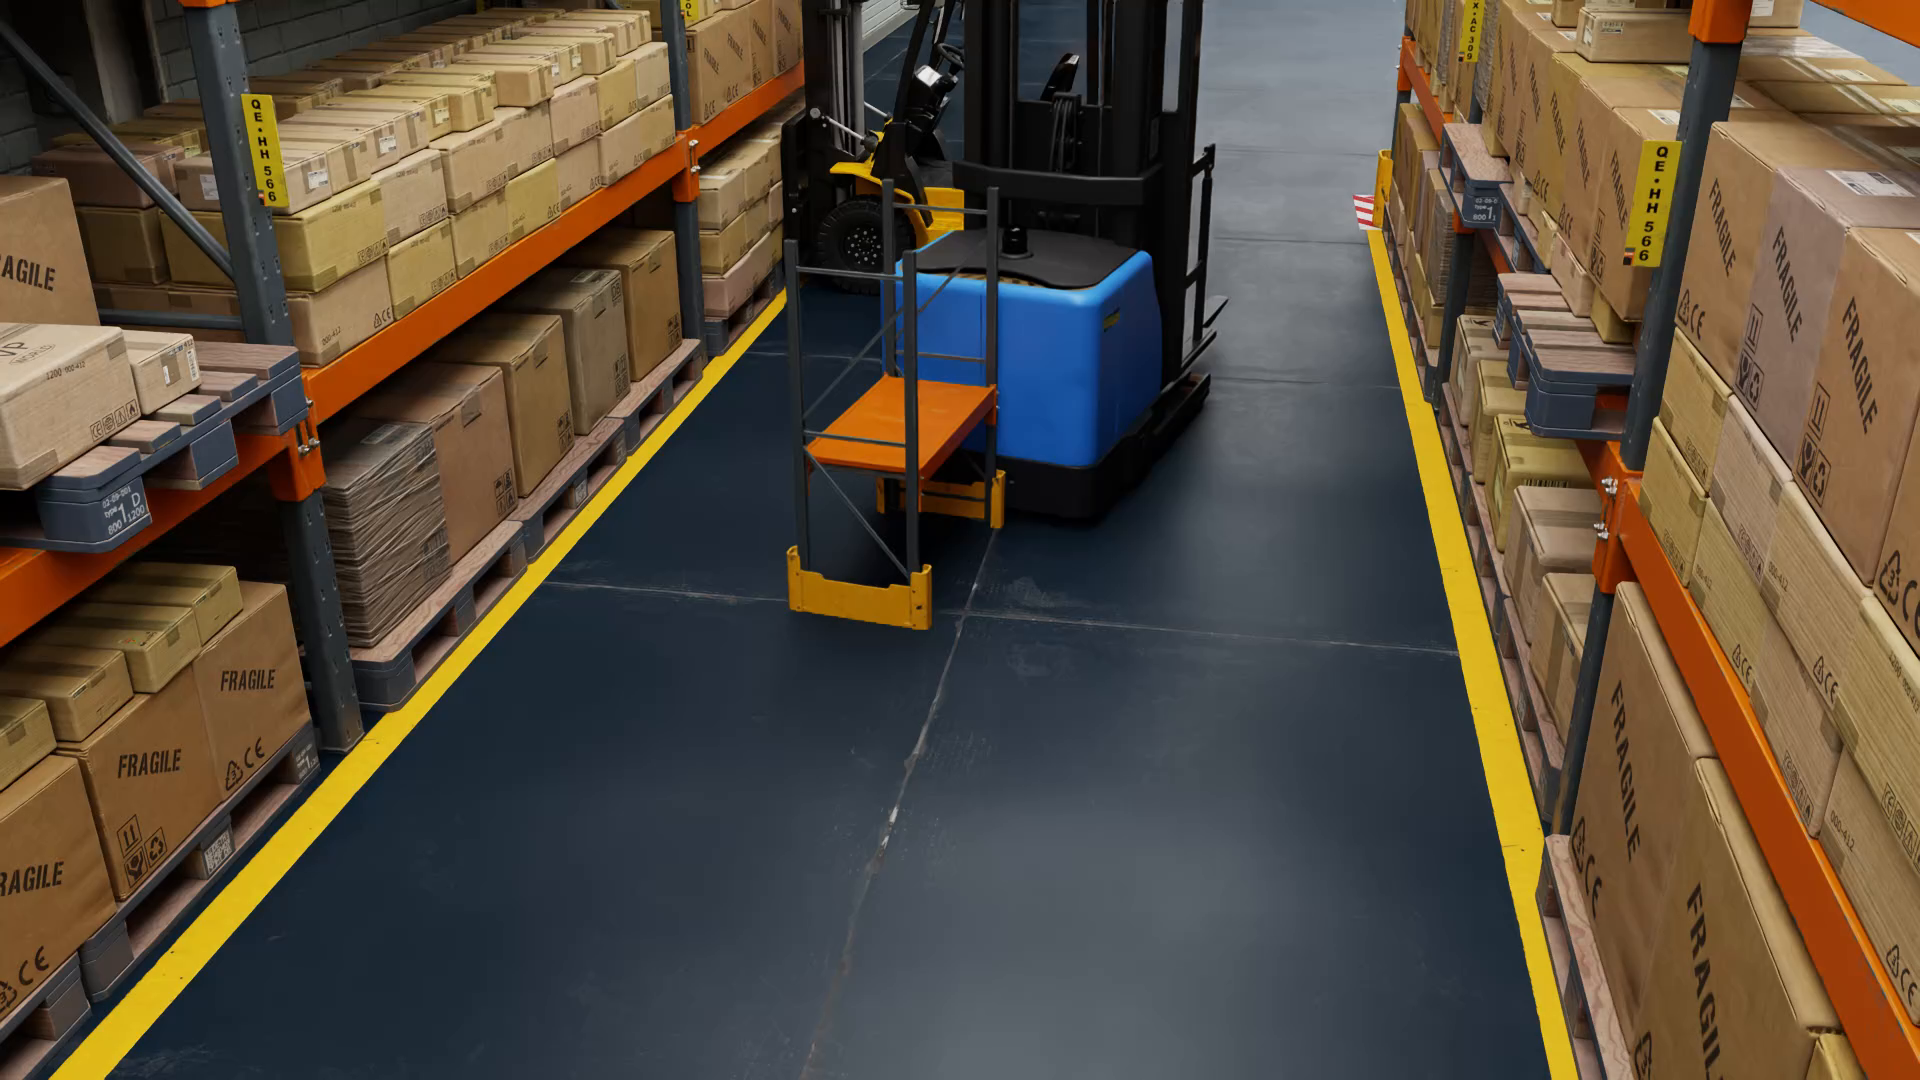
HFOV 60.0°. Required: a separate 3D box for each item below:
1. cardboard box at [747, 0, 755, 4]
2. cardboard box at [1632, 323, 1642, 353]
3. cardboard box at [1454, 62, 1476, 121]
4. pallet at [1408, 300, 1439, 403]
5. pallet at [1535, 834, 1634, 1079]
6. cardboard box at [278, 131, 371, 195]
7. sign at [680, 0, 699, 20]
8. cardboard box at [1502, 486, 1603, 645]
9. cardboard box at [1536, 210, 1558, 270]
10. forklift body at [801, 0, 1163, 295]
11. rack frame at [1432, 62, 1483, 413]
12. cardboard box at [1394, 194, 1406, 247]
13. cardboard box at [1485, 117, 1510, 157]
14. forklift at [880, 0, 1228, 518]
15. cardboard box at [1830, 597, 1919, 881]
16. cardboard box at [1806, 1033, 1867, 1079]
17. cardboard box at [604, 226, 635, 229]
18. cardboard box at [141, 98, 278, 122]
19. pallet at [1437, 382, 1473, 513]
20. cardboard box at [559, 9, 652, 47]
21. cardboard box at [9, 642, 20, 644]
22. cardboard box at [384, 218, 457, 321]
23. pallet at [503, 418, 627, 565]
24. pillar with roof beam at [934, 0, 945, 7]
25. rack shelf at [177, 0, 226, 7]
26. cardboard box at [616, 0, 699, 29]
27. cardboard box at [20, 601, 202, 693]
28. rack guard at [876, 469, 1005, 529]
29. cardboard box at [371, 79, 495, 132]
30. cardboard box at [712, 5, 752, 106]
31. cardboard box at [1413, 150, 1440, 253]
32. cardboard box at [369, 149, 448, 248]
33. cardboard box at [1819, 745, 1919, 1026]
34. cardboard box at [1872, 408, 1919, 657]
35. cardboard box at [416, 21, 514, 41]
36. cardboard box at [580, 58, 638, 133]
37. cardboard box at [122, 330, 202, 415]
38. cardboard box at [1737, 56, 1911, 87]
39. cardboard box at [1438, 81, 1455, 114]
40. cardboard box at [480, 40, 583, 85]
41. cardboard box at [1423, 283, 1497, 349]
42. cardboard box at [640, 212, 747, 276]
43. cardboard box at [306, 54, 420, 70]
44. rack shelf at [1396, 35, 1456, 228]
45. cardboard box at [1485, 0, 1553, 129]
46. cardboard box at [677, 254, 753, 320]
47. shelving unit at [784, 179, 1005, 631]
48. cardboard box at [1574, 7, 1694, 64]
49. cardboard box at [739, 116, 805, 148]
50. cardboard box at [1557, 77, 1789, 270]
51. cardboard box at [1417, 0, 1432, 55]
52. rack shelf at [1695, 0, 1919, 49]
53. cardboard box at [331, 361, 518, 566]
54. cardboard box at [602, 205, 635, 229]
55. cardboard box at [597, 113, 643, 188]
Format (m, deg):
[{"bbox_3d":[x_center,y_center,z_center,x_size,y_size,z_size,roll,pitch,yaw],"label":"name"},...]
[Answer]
[{"bbox_3d":[-1.395,-3.239,9.747,0.380,0.149,0.250,4,25,8],"label":"cardboard box"},{"bbox_3d":[2.145,-0.572,4.735,0.380,0.149,0.250,5,26,10],"label":"cardboard box"},{"bbox_3d":[2.804,-2.398,8.366,0.500,0.500,0.500,3,25,7],"label":"cardboard box"},{"bbox_3d":[3.052,-1.035,9.213,1.003,0.211,1.213,4,25,9],"label":"pallet"},{"bbox_3d":[2.120,1.245,4.340,1.003,0.211,1.213,4,25,9],"label":"pallet"},{"bbox_3d":[-2.189,-1.248,5.495,0.380,0.149,0.250,5,25,10],"label":"cardboard box"},{"bbox_3d":[-1.384,-2.812,8.448,0.100,0.325,0.005,4,25,9],"label":"sign"},{"bbox_3d":[2.538,0.113,6.075,0.950,0.372,0.625,4,25,8],"label":"cardboard box"},{"bbox_3d":[2.194,-1.018,5.688,0.380,0.149,0.250,4,25,9],"label":"cardboard box"},{"bbox_3d":[0.223,-2.726,10.538,2.313,2.155,1.214,4,25,9],"label":"forklift body"},{"bbox_3d":[2.977,-2.015,8.017,1.000,3.000,0.127,4,25,9],"label":"rack frame"},{"bbox_3d":[3.135,-2.102,10.950,0.500,0.250,0.500,5,26,10],"label":"cardboard box"},{"bbox_3d":[2.525,-1.778,7.312,0.380,0.149,0.250,5,25,10],"label":"cardboard box"},{"bbox_3d":[0.674,-2.020,8.109,1.130,2.935,3.031,10,27,21],"label":"forklift"},{"bbox_3d":[1.722,0.329,2.596,0.500,0.250,0.500,4,25,9],"label":"cardboard box"},{"bbox_3d":[1.832,1.460,2.604,0.875,0.875,0.875,5,26,10],"label":"cardboard box"},{"bbox_3d":[-2.043,-1.747,9.601,0.500,0.250,0.500,3,25,7],"label":"cardboard box"},{"bbox_3d":[-2.715,-1.502,6.038,0.380,0.149,0.250,4,25,7],"label":"cardboard box"},{"bbox_3d":[2.851,-0.426,7.912,1.003,0.211,1.213,4,25,9],"label":"pallet"},{"bbox_3d":[-1.758,-2.538,8.251,0.380,0.149,0.250,5,26,10],"label":"cardboard box"},{"bbox_3d":[-3.020,0.618,4.844,0.500,0.500,0.500,4,25,9],"label":"cardboard box"},{"bbox_3d":[-2.174,-0.995,6.015,0.500,0.250,0.500,3,25,7],"label":"cardboard box"},{"bbox_3d":[-2.200,-0.272,7.582,1.003,0.211,1.213,4,25,9],"label":"pallet"},{"bbox_3d":[3.938,-11.239,20.647,9.100,9.000,0.400,4,25,9],"label":"pillar with roof beam"},{"bbox_3d":[-2.901,-0.881,2.904,1.077,0.370,4.000,4,25,9],"label":"rack shelf"},{"bbox_3d":[-1.609,-2.812,8.835,0.380,0.149,0.250,4,25,8],"label":"cardboard box"},{"bbox_3d":[-2.419,0.304,4.750,0.380,0.149,0.250,3,25,6],"label":"cardboard box"},{"bbox_3d":[-0.088,-0.213,7.410,0.587,0.250,0.087,8,26,16],"label":"rack guard"},{"bbox_3d":[-2.031,-1.677,6.411,0.380,0.149,0.250,5,25,10],"label":"cardboard box"},{"bbox_3d":[-1.522,-2.789,9.553,0.500,0.500,0.500,4,25,9],"label":"cardboard box"},{"bbox_3d":[2.972,-1.992,9.831,0.500,0.500,0.500,5,26,11],"label":"cardboard box"},{"bbox_3d":[-2.178,-1.221,5.907,0.500,0.250,0.500,5,26,10],"label":"cardboard box"},{"bbox_3d":[1.760,0.555,2.704,0.500,0.250,0.500,4,25,9],"label":"cardboard box"},{"bbox_3d":[1.744,-0.017,2.450,0.500,0.500,0.500,4,25,9],"label":"cardboard box"},{"bbox_3d":[-2.327,-2.351,7.852,0.380,0.149,0.250,4,25,8],"label":"cardboard box"},{"bbox_3d":[-1.826,-2.077,7.737,0.500,0.250,0.500,3,25,7],"label":"cardboard box"},{"bbox_3d":[-2.303,-0.460,4.494,0.380,0.149,0.250,4,25,9],"label":"cardboard box"},{"bbox_3d":[2.783,-1.325,5.579,0.500,0.500,0.500,4,25,9],"label":"cardboard box"},{"bbox_3d":[2.891,-2.482,9.311,0.380,0.149,0.250,4,25,8],"label":"cardboard box"},{"bbox_3d":[-1.891,-2.106,7.328,0.380,0.149,0.250,3,25,7],"label":"cardboard box"},{"bbox_3d":[2.808,-1.226,9.079,0.500,0.250,0.500,5,26,11],"label":"cardboard box"},{"bbox_3d":[-1.537,-1.710,9.522,0.500,0.250,0.500,4,25,8],"label":"cardboard box"},{"bbox_3d":[-2.485,-1.930,6.952,0.380,0.149,0.250,4,25,9],"label":"cardboard box"},{"bbox_3d":[3.304,-2.526,9.956,1.077,0.370,4.000,4,25,9],"label":"rack shelf"},{"bbox_3d":[2.536,-2.000,7.019,0.500,0.500,0.500,4,25,9],"label":"cardboard box"},{"bbox_3d":[-1.515,-1.482,9.625,0.500,0.250,0.500,4,25,9],"label":"cardboard box"},{"bbox_3d":[-0.242,-0.578,6.716,0.587,1.500,1.083,8,26,16],"label":"shelving unit"},{"bbox_3d":[2.312,-1.710,5.635,0.380,0.149,0.250,3,25,6],"label":"cardboard box"},{"bbox_3d":[-1.275,-2.577,10.785,0.500,0.250,0.500,4,25,7],"label":"cardboard box"},{"bbox_3d":[2.197,-1.139,5.180,0.500,0.500,0.500,4,25,8],"label":"cardboard box"},{"bbox_3d":[3.116,-3.259,10.206,0.500,0.500,0.500,4,25,7],"label":"cardboard box"},{"bbox_3d":[1.996,-0.538,2.172,1.077,0.370,4.000,4,25,9],"label":"rack shelf"},{"bbox_3d":[-2.360,-0.333,6.729,0.875,0.625,0.625,5,26,10],"label":"cardboard box"},{"bbox_3d":[-2.031,-1.974,9.498,0.500,0.250,0.500,5,25,10],"label":"cardboard box"},{"bbox_3d":[-1.822,-1.850,7.841,0.500,0.250,0.500,4,25,8],"label":"cardboard box"}]
